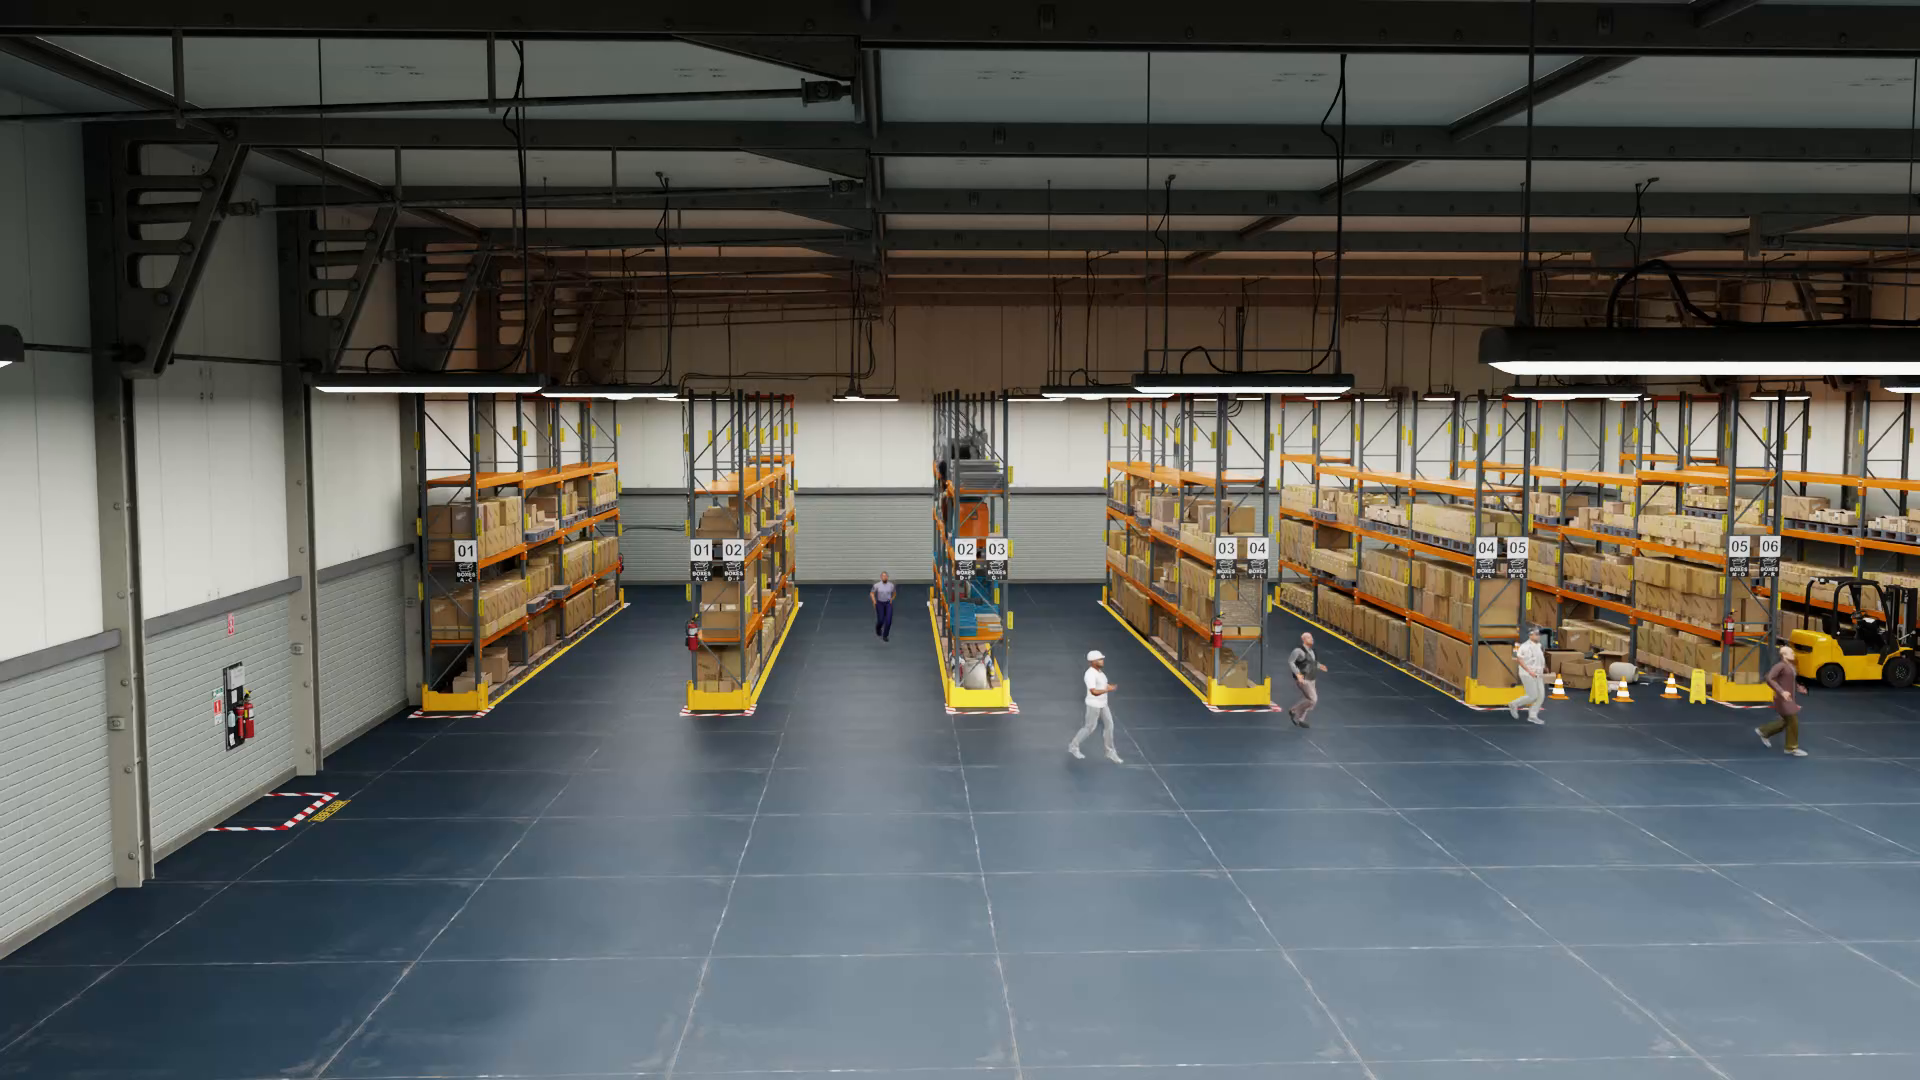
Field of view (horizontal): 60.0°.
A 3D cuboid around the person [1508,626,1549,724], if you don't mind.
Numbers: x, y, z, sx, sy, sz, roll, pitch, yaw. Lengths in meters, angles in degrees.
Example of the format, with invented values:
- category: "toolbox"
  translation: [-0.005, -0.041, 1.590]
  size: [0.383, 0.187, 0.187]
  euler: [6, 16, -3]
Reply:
- category: "person"
  translation: [10.261, 2.414, 29.970]
  size: [0.686, 1.764, 0.641]
  euler: [-4, 6, -42]

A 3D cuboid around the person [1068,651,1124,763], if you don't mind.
- category: "person"
  translation: [2.169, 2.658, 26.549]
  size: [0.883, 1.802, 0.683]
  euler: [2, 5, 22]

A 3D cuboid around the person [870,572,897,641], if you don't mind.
- category: "person"
  translation: [-1.747, 1.534, 38.390]
  size: [0.605, 1.606, 0.549]
  euler: [-1, 5, -12]

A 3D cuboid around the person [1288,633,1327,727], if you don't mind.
- category: "person"
  translation: [6.173, 2.480, 29.431]
  size: [0.588, 1.691, 0.647]
  euler: [4, 6, 41]

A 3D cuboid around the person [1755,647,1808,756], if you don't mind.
- category: "person"
  translation: [13.464, 2.718, 27.243]
  size: [0.868, 1.559, 0.721]
  euler: [4, 6, 43]
